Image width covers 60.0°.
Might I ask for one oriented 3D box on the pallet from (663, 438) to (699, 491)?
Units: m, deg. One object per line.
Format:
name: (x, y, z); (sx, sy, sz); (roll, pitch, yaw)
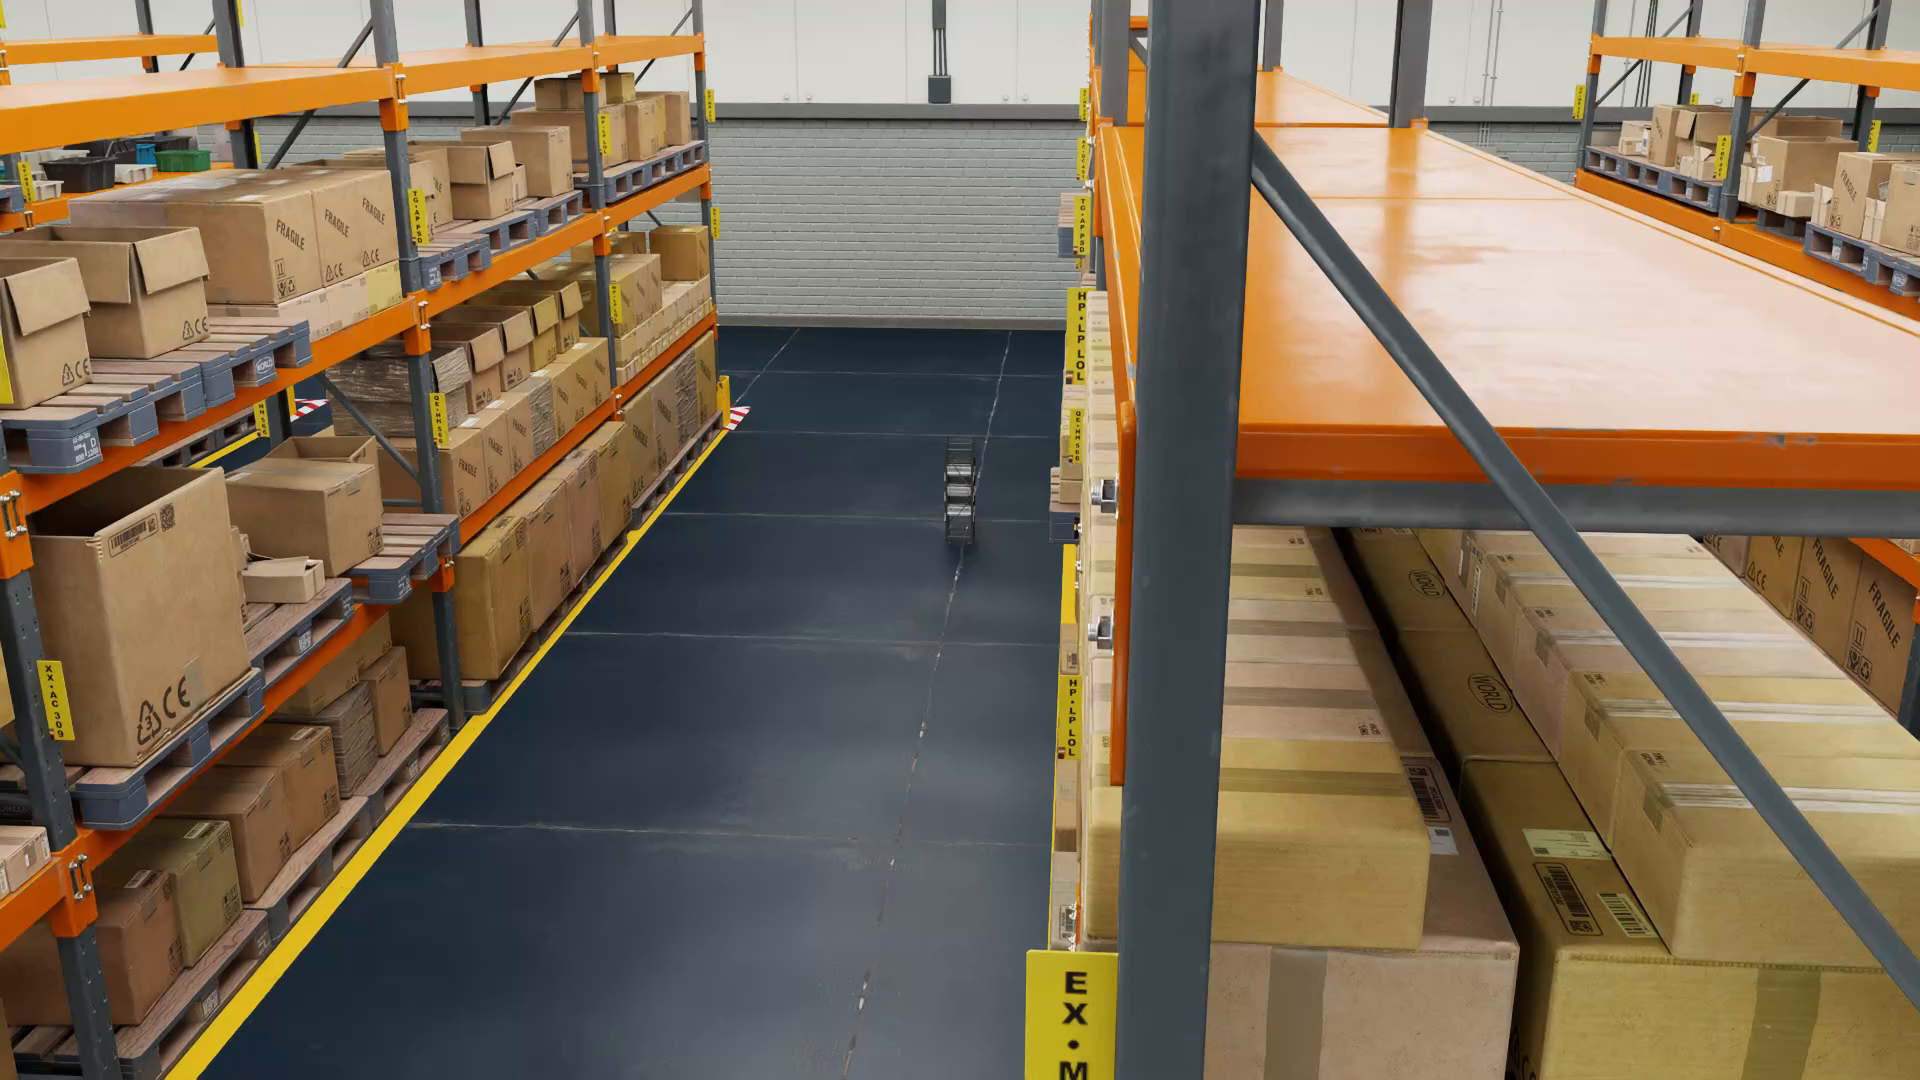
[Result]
pallet: (-3.204, -0.759, 16.401); (1.003, 0.211, 1.213); (1, 18, 4)

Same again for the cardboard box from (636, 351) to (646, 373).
cardboard box: (-3.032, -1.598, 14.887); (0.380, 0.149, 0.250); (2, 18, 6)

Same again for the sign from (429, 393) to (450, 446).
sign: (-3.167, -0.731, 10.104); (0.100, 0.325, 0.005); (1, 18, 4)

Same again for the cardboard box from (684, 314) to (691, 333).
cardboard box: (-2.904, -2.158, 16.594); (0.380, 0.149, 0.250); (1, 18, 3)

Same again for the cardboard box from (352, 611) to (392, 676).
cardboard box: (-3.727, 0.604, 9.867); (0.500, 0.250, 0.500); (2, 18, 6)

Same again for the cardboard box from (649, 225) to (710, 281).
cardboard box: (-2.908, -2.981, 17.263); (0.500, 0.500, 0.500); (2, 18, 5)

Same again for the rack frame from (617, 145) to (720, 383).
rack frame: (-3.135, -2.712, 17.883); (1.000, 3.000, 0.127); (1, 18, 4)

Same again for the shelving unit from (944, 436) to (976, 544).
shelving unit: (0.001, -0.430, 14.291); (0.258, 0.900, 0.210); (1, 18, 4)

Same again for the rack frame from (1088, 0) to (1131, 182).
rack frame: (1.518, -4.179, 12.724); (1.000, 3.000, 0.127); (1, 18, 4)

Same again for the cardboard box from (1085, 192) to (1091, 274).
cardboard box: (1.042, -1.897, 10.417); (0.500, 0.500, 0.500); (1, 18, 4)

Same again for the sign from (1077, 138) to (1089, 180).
sign: (0.976, -3.009, 13.140); (0.100, 0.325, 0.005); (1, 18, 4)

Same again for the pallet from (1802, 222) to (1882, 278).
pallet: (6.246, -1.891, 10.861); (1.003, 0.211, 1.213); (2, 18, 6)

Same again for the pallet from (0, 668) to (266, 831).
pallet: (-3.795, 0.872, 7.253); (1.003, 0.211, 1.213); (1, 18, 4)

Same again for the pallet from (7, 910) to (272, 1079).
pallet: (-3.941, 2.098, 7.681); (1.003, 0.211, 1.213); (1, 18, 4)

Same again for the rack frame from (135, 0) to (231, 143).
rack frame: (-8.075, -5.674, 17.286); (1.000, 3.000, 0.127); (1, 18, 4)

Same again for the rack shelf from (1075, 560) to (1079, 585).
rack shelf: (1.375, -0.365, 11.874); (1.077, 0.370, 4.000); (1, 18, 4)

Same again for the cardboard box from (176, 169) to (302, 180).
cardboard box: (-3.999, -1.798, 9.312); (0.500, 0.500, 0.500); (1, 18, 4)

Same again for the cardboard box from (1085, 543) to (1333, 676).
cardboard box: (0.398, 0.117, 2.718); (0.380, 0.149, 0.250); (2, 18, 5)

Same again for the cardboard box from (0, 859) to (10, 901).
cardboard box: (-3.745, 1.285, 6.088); (0.380, 0.149, 0.250); (1, 18, 4)

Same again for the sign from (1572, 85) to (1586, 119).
sign: (6.196, -4.384, 16.636); (0.100, 0.325, 0.005); (1, 18, 4)

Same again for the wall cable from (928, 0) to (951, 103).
wall cable: (0.708, -8.771, 21.573); (2.277, 5.999, 0.120); (1, 18, 4)

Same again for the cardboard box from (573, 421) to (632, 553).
cardboard box: (-3.448, -0.461, 13.749); (1.225, 0.875, 0.875); (1, 18, 4)

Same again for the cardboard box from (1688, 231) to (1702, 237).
cardboard box: (6.849, -2.727, 15.121); (0.380, 0.149, 0.250); (2, 18, 6)

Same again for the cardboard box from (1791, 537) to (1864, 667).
cardboard box: (6.377, 0.314, 11.385); (0.875, 0.875, 0.875); (2, 18, 5)

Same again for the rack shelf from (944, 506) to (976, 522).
rack shelf: (0.001, -0.227, 14.357); (0.258, 0.077, 0.200); (1, 18, 4)

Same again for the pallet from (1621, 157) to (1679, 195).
pallet: (6.622, -3.264, 14.891); (1.003, 0.211, 1.213); (1, 18, 4)

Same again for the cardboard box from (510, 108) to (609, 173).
cardboard box: (-3.426, -3.434, 14.274); (0.700, 0.500, 0.500); (0, 18, 1)

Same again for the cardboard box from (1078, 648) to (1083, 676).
cardboard box: (0.752, 0.784, 7.051); (0.500, 0.500, 0.500); (1, 18, 3)

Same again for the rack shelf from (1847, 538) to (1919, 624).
rack shelf: (6.319, -0.286, 11.633); (1.077, 0.370, 4.000); (1, 18, 4)

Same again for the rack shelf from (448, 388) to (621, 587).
rack shelf: (-3.565, -0.507, 12.308); (1.077, 0.370, 4.000); (1, 18, 4)

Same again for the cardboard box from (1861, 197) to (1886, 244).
cardboard box: (5.926, -2.003, 10.443); (0.396, 0.266, 0.258); (1, 18, 3)

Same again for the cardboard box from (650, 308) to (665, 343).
cardboard box: (-3.055, -1.995, 15.458); (0.500, 0.250, 0.500); (2, 18, 5)

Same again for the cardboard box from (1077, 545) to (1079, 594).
cardboard box: (1.044, 0.171, 11.219); (0.500, 0.250, 0.500); (2, 18, 5)

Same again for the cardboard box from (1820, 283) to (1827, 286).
cardboard box: (6.738, -1.914, 13.680); (0.500, 0.500, 0.500); (1, 18, 4)

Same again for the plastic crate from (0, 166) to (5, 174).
plastic crate: (-8.615, -3.216, 14.873); (0.416, 0.233, 0.300); (1, 18, 4)

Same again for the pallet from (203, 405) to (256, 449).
pallet: (-8.173, -1.242, 17.875); (1.003, 0.211, 1.213); (1, 18, 4)

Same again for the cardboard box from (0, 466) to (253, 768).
cardboard box: (-3.799, 0.287, 7.094); (1.000, 1.000, 1.000); (1, 18, 4)

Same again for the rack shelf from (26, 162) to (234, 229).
rack shelf: (-8.219, -3.285, 15.970); (1.077, 0.370, 4.000); (1, 18, 4)

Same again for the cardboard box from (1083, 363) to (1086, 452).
cardboard box: (0.630, -0.440, 5.060); (0.500, 0.250, 0.500); (1, 18, 4)

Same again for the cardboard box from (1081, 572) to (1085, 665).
cardboard box: (0.471, 0.182, 3.803); (0.380, 0.149, 0.250); (2, 18, 5)

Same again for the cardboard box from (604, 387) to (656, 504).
cardboard box: (-3.295, -0.863, 14.977); (0.875, 0.875, 0.875); (1, 18, 4)

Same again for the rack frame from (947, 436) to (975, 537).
rack frame: (0.008, -0.462, 14.387); (0.240, 0.900, 0.006); (1, 18, 4)

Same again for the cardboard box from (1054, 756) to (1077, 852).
cardboard box: (0.972, 1.532, 7.869); (1.050, 0.750, 0.750); (1, 18, 4)

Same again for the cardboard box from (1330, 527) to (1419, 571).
cardboard box: (1.056, 0.042, 3.588); (0.500, 0.250, 0.500); (1, 18, 4)

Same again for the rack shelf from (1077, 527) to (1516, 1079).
rack shelf: (0.801, 0.694, 3.824); (1.077, 0.370, 4.000); (1, 18, 4)

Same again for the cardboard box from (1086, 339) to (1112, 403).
cardboard box: (0.526, -0.433, 4.398); (0.380, 0.149, 0.250); (1, 18, 3)

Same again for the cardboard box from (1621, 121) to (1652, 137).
cardboard box: (6.807, -3.950, 16.250); (0.500, 0.250, 0.500); (0, 18, -1)

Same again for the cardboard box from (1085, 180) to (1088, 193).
cardboard box: (1.284, -2.840, 13.698); (0.500, 0.250, 0.500); (2, 18, 5)

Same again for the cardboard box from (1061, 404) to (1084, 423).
cardboard box: (0.848, -0.770, 10.730); (0.380, 0.149, 0.250); (2, 18, 6)

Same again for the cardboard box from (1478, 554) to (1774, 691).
cardboard box: (1.055, 0.135, 2.665); (0.380, 0.149, 0.250); (1, 18, 4)

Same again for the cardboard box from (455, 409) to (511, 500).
cardboard box: (-3.368, -0.580, 11.216); (0.500, 0.500, 0.500); (1, 18, 2)

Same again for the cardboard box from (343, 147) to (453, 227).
cardboard box: (-3.762, -2.361, 11.159); (0.500, 0.500, 0.500); (2, 18, 7)

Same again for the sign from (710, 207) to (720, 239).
sign: (-2.595, -3.359, 17.616); (0.100, 0.325, 0.005); (1, 18, 4)

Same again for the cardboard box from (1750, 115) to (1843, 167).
cardboard box: (6.714, -3.147, 13.396); (0.500, 0.500, 0.500); (2, 18, 5)
